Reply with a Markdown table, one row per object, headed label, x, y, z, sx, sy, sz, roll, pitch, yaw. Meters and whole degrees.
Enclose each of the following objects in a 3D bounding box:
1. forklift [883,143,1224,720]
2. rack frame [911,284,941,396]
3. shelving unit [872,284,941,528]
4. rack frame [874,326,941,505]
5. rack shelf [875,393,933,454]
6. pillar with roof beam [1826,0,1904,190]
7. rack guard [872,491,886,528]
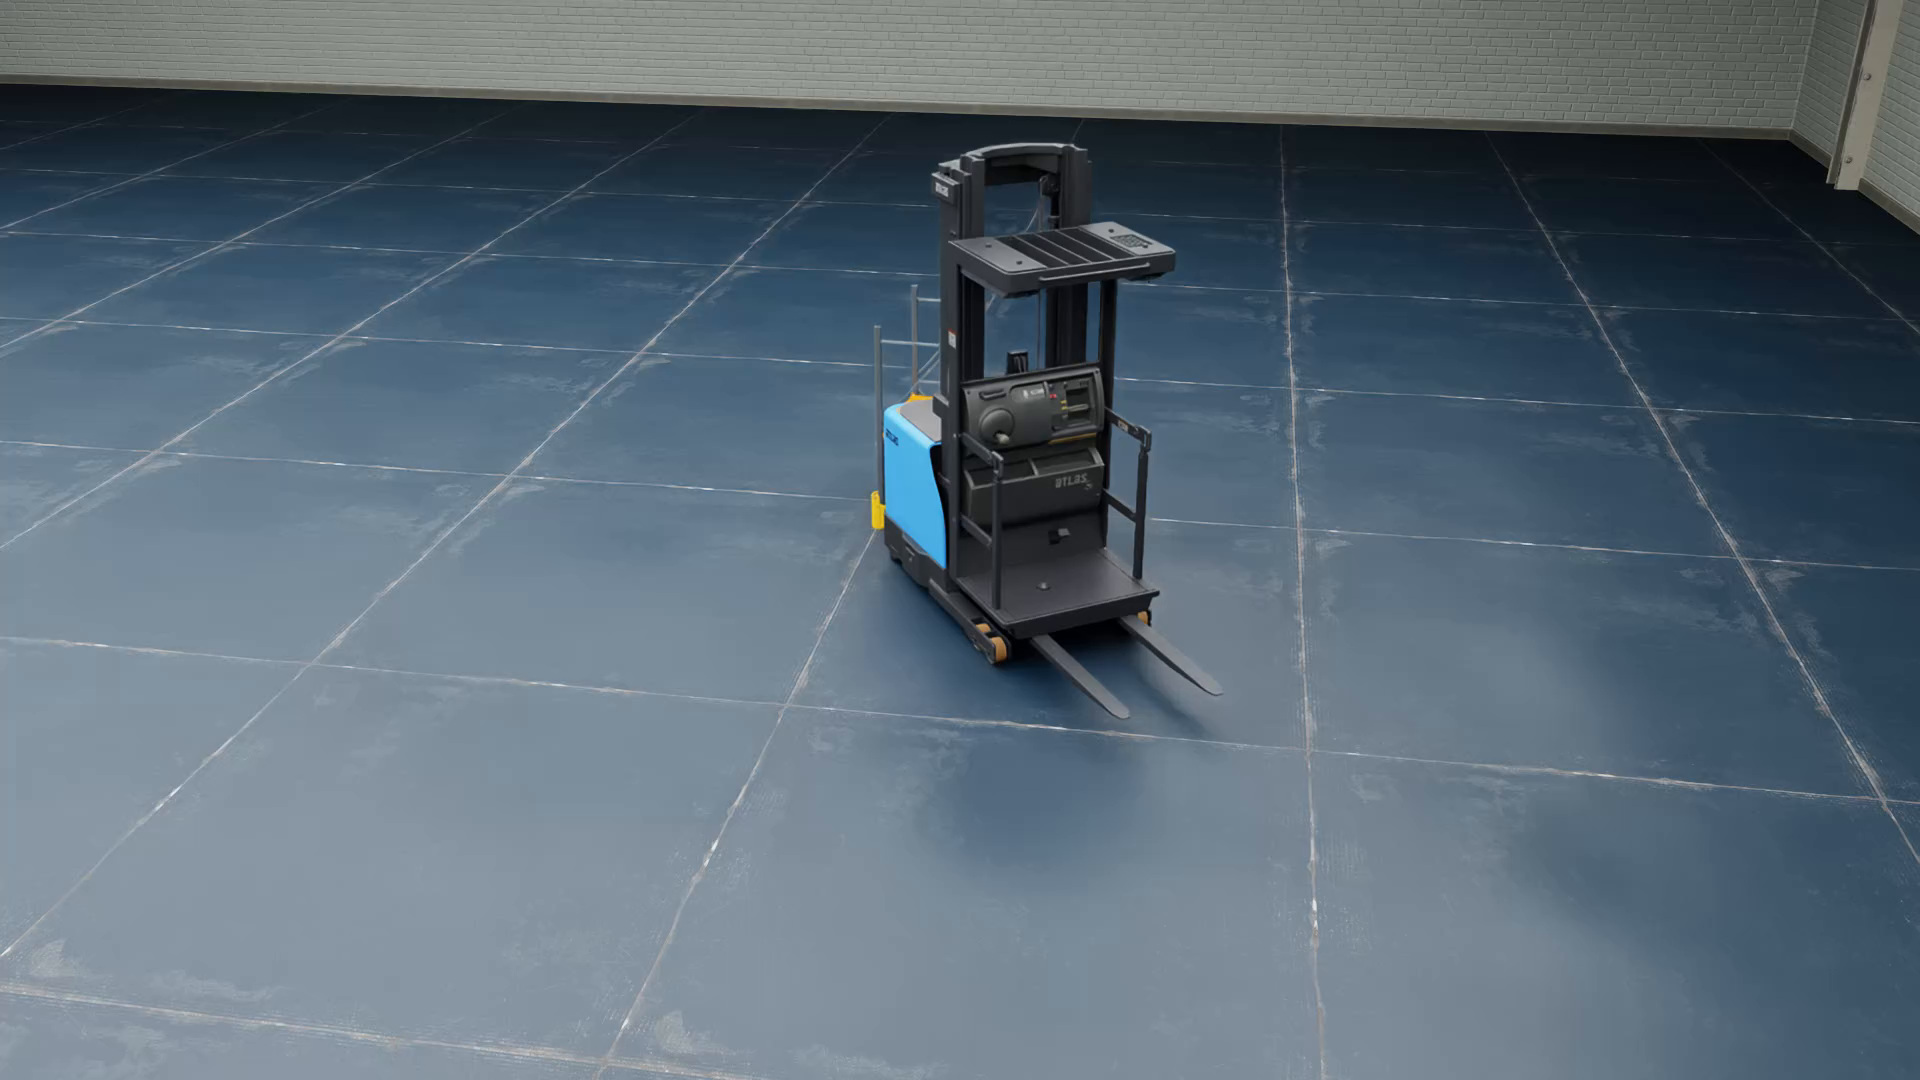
| label | x | y | z | sx | sy | sz | roll | pitch | yaw |
| --- | --- | --- | --- | --- | --- | --- | --- | --- | --- |
| forklift | 0.553 | -0.780 | 10.002 | 1.130 | 2.935 | 3.031 | -11 | 27 | -23 |
| rack frame | -0.115 | -1.180 | 12.547 | 0.500 | 1.500 | 0.032 | 6 | 26 | 12 |
| shelving unit | -0.230 | -0.966 | 12.090 | 0.587 | 1.500 | 1.083 | 6 | 26 | 12 |
| rack frame | -0.342 | -0.760 | 11.649 | 0.500 | 1.500 | 0.032 | 6 | 26 | 12 |
| rack shelf | -0.228 | -0.807 | 12.174 | 0.538 | 0.185 | 1.000 | 6 | 26 | 12 |
| pillar with roof beam | 7.237 | -8.976 | 20.355 | 9.100 | 9.000 | 0.400 | 4 | 25 | 9 |
| rack guard | -0.341 | -0.195 | 11.915 | 0.587 | 0.250 | 0.087 | 6 | 26 | 12 |
